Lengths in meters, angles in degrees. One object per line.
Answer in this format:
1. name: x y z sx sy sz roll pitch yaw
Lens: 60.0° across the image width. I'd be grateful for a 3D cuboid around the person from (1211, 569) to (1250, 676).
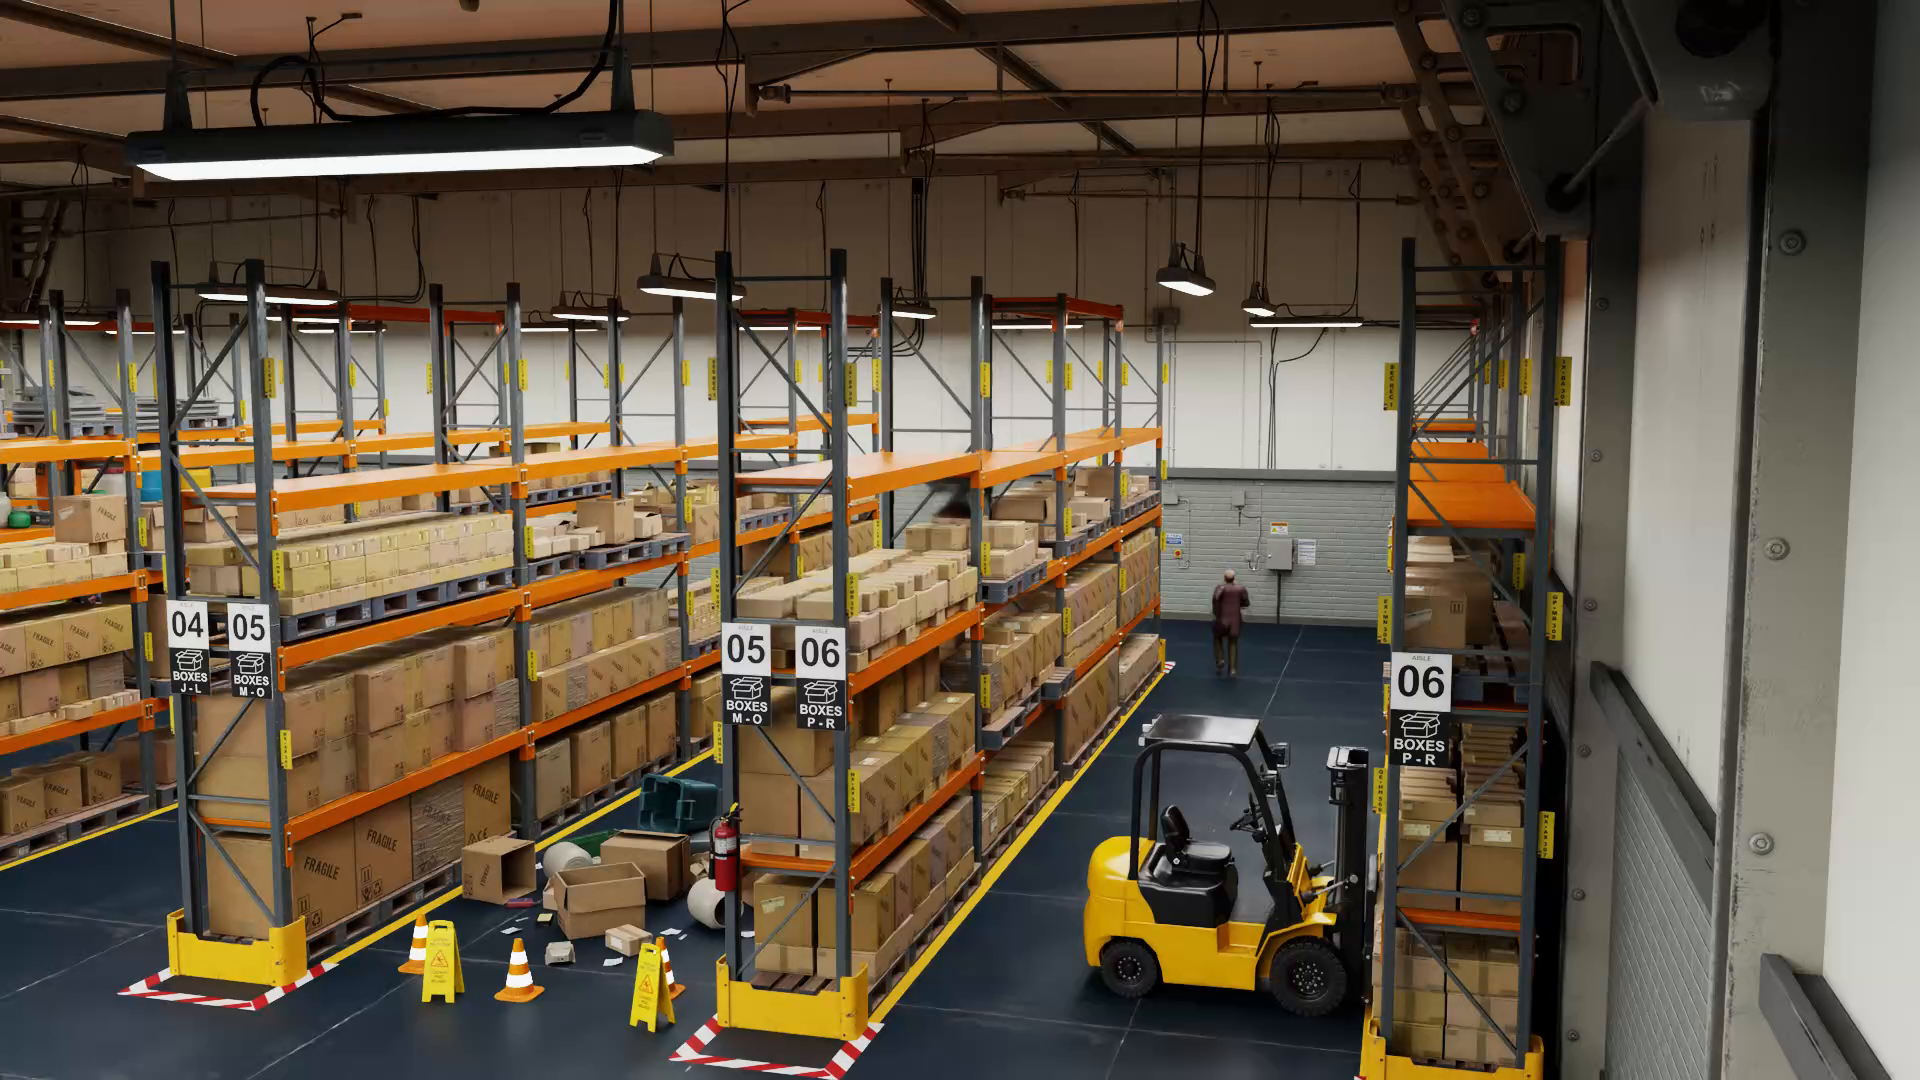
1. person: 4.457 1.398 27.465 0.687 1.817 0.862 0 6 -3
